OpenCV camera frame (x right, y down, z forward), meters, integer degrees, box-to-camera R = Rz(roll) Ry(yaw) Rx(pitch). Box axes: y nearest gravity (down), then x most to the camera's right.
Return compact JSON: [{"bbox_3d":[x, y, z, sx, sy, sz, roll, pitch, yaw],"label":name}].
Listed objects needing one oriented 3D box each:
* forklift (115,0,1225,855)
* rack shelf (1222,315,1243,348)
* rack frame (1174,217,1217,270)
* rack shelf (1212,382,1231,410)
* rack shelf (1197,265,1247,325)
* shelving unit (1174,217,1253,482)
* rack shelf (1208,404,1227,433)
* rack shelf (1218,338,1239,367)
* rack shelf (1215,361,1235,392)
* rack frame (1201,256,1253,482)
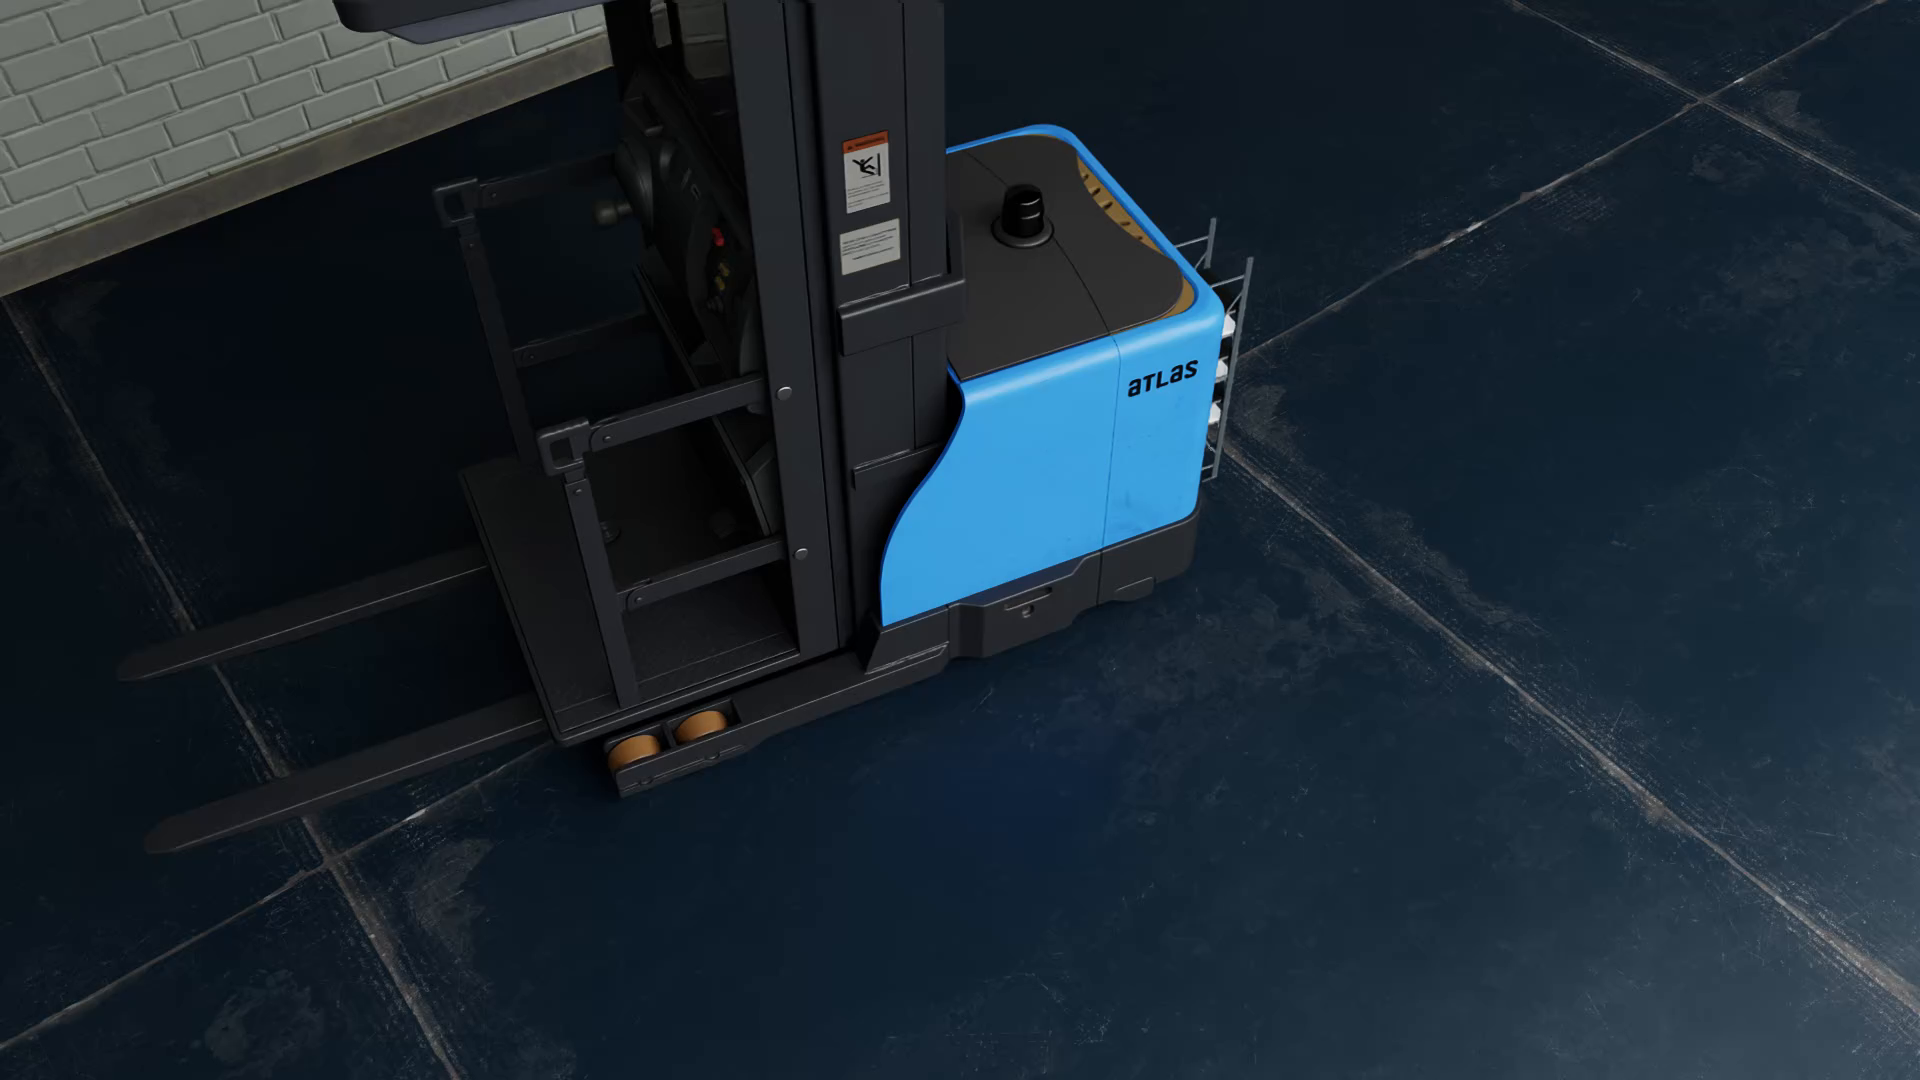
[{"bbox_3d":[-0.842,-0.735,3.938,3.031,2.935,1.130,-19,51,-17],"label":"forklift"},{"bbox_3d":[0.688,-0.639,5.023,0.258,0.077,0.200,-19,51,-17],"label":"rack shelf"},{"bbox_3d":[0.644,-0.608,5.193,0.240,0.900,0.006,-19,51,-17],"label":"rack frame"},{"bbox_3d":[0.687,-0.457,5.223,0.258,0.077,0.200,-19,51,-17],"label":"rack shelf"},{"bbox_3d":[0.688,-0.699,4.956,0.258,0.077,0.200,-19,51,-17],"label":"rack shelf"},{"bbox_3d":[0.688,-0.540,5.132,0.258,0.900,0.210,-19,51,-17],"label":"shelving unit"},{"bbox_3d":[0.687,-0.397,5.289,0.258,0.077,0.200,-19,51,-17],"label":"rack shelf"},{"bbox_3d":[0.688,-0.578,5.090,0.258,0.077,0.200,-19,51,-17],"label":"rack shelf"},{"bbox_3d":[0.687,-0.518,5.156,0.258,0.077,0.200,-19,51,-17],"label":"rack shelf"},{"bbox_3d":[0.731,-0.472,5.070,0.240,0.900,0.006,-19,51,-17],"label":"rack frame"}]
